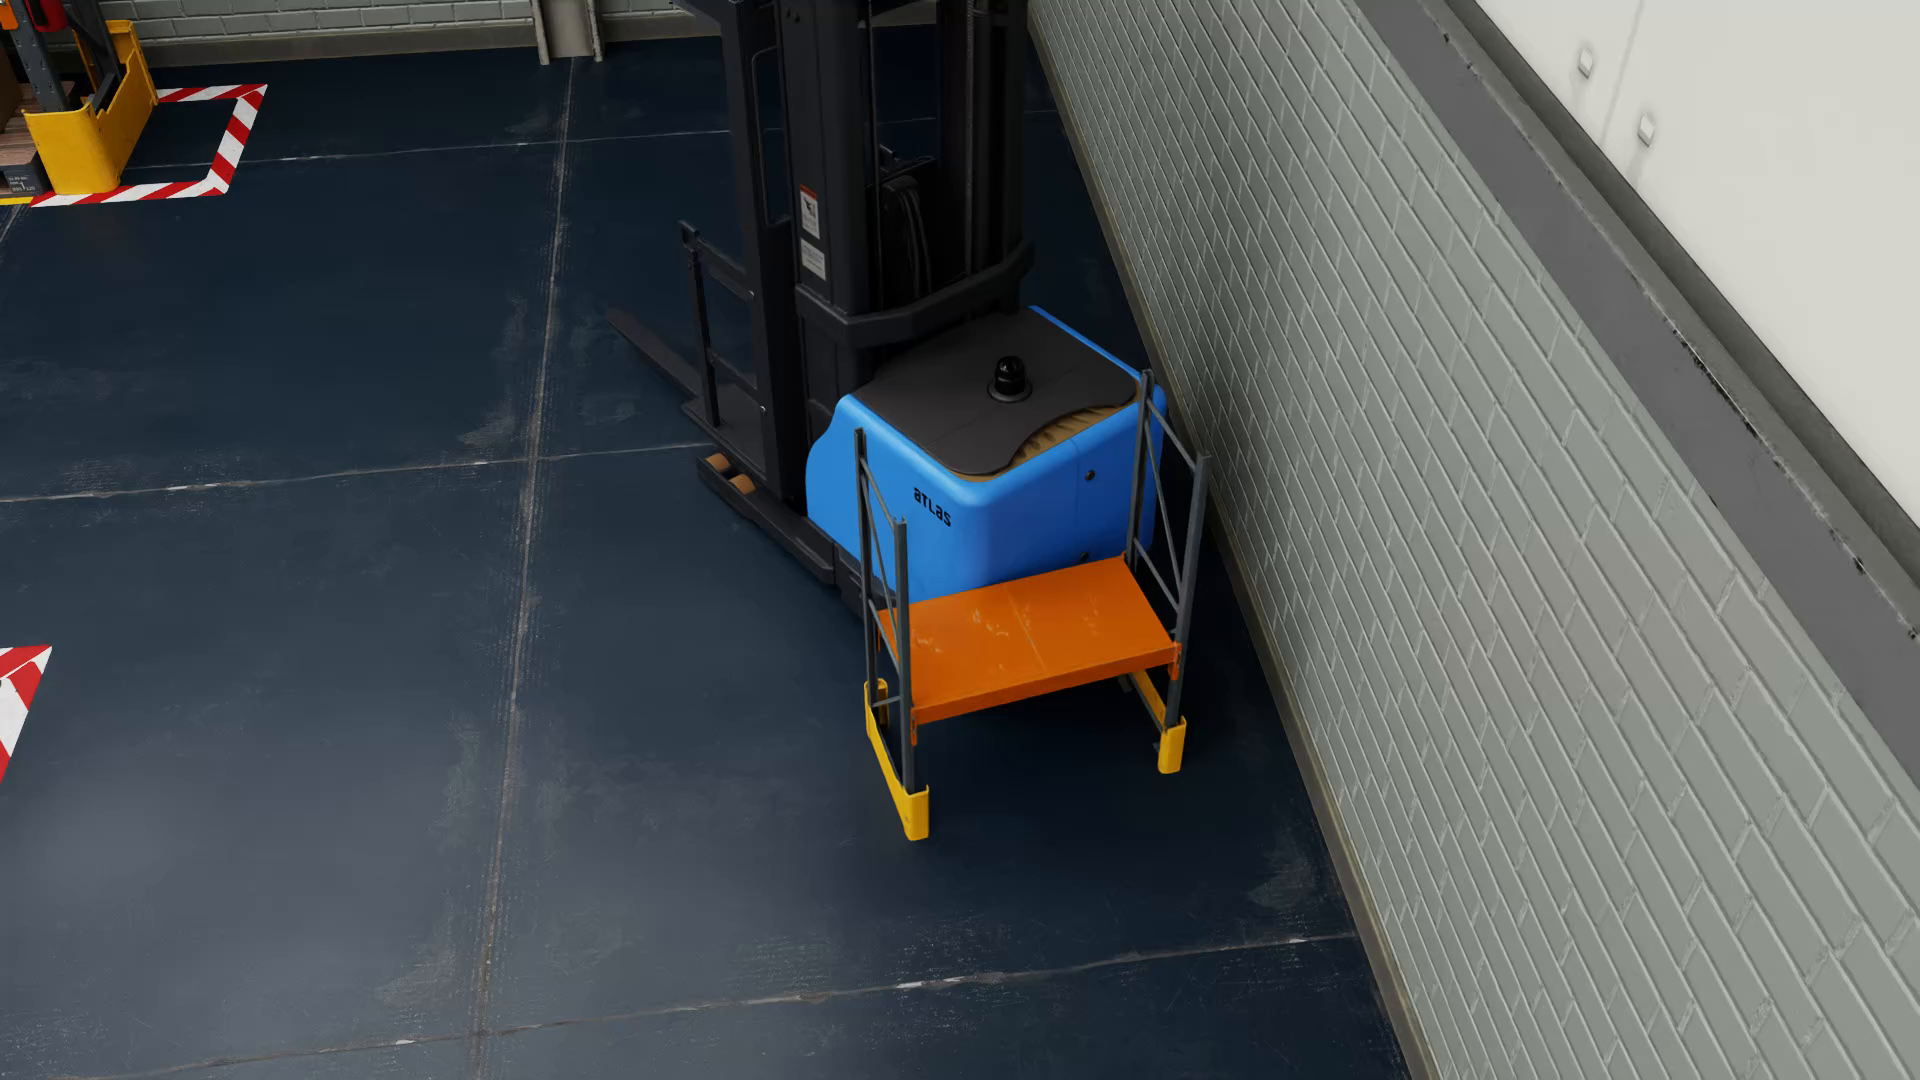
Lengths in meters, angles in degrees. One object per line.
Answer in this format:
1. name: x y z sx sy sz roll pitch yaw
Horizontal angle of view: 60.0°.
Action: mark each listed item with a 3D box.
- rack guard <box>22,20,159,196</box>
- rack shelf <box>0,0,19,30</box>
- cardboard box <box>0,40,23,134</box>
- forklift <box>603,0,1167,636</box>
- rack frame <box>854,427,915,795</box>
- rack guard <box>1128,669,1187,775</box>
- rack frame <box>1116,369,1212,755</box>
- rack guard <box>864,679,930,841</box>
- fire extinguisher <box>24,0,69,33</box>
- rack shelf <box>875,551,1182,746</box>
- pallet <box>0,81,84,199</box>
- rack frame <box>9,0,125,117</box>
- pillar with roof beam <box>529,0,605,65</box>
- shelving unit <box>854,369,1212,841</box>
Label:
1. rack guard: -5.041 -2.533 9.685 0.348 0.500 1.175 -5 42 -6
2. rack shelf: -7.047 -3.018 8.894 4.000 0.370 1.077 -5 42 -6
3. cardboard box: -5.745 -2.559 9.401 0.500 0.500 0.700 -5 42 -6
4. forklift: -0.528 -1.405 6.620 1.130 2.935 3.031 -29 50 -28
5. rack frame: -0.254 0.349 5.743 0.032 1.500 0.500 -12 44 -13
6. rack guard: 0.710 0.600 6.398 0.087 0.250 0.587 -12 44 -13
7. rack frame: 0.711 0.136 5.980 0.032 1.500 0.500 -12 44 -13
8. rack guard: -0.236 0.809 6.166 0.087 0.250 0.587 -12 44 -13
9. fire extinguisher: -4.855 -2.998 8.671 0.183 0.674 0.296 -5 42 -6
10. rack shelf: 0.229 0.376 5.982 1.000 0.185 0.538 -12 44 -13
11. pallet: -5.847 -2.302 9.645 1.213 0.211 1.003 -5 42 -6
12. rack frame: -5.064 -3.459 8.845 0.127 3.000 1.000 -5 42 -6
13. pillar with roof beam: -1.941 -3.636 4.563 0.400 9.000 9.100 -5 42 -6
14. shelving unit: 0.237 0.241 5.863 1.083 1.500 0.587 -12 44 -13
